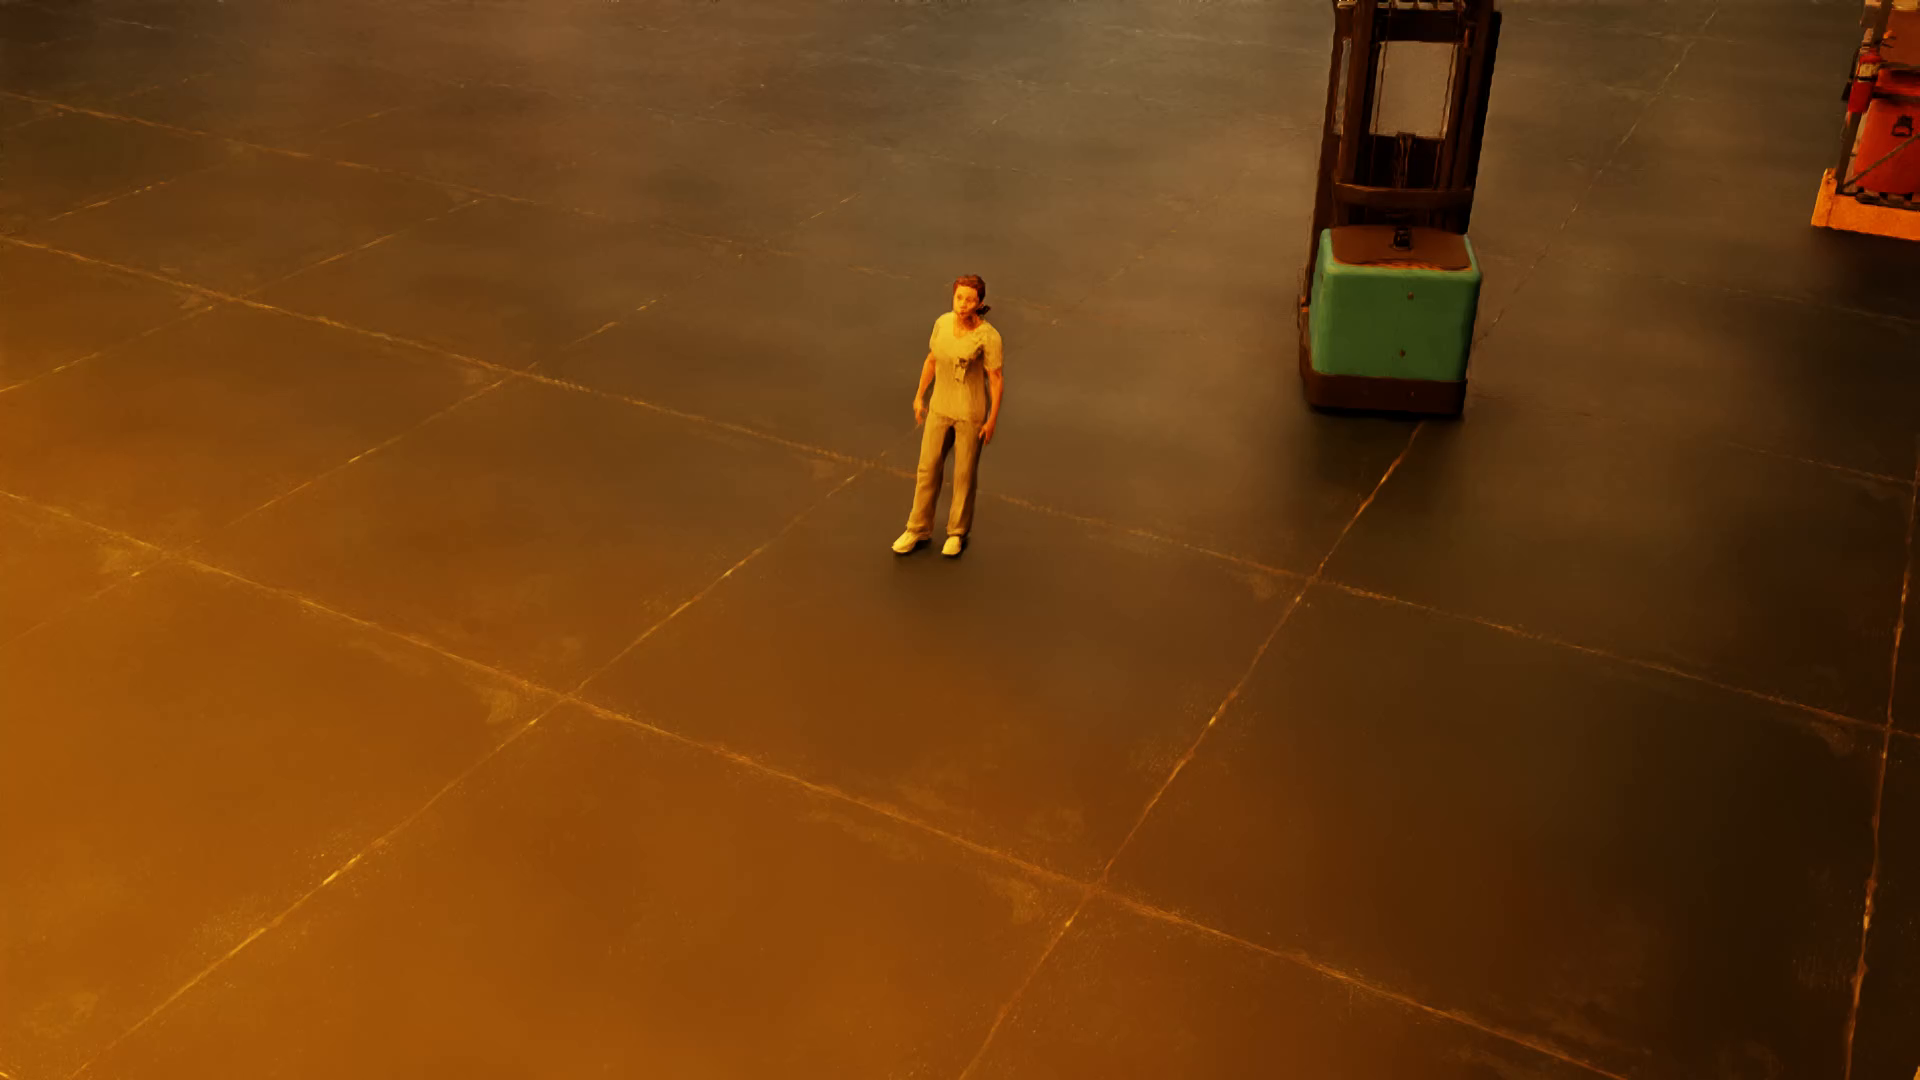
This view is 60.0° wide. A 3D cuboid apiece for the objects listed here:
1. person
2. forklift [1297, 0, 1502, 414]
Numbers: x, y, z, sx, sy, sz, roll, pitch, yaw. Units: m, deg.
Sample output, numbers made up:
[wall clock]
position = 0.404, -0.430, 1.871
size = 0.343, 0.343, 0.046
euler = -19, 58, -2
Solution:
[person]
position = -0.047, -0.703, 9.530
size = 0.550, 1.674, 0.548
euler = 15, 33, 25
[forklift]
position = 3.152, -2.846, 12.002
size = 1.130, 2.935, 3.031
euler = 4, 30, 8
